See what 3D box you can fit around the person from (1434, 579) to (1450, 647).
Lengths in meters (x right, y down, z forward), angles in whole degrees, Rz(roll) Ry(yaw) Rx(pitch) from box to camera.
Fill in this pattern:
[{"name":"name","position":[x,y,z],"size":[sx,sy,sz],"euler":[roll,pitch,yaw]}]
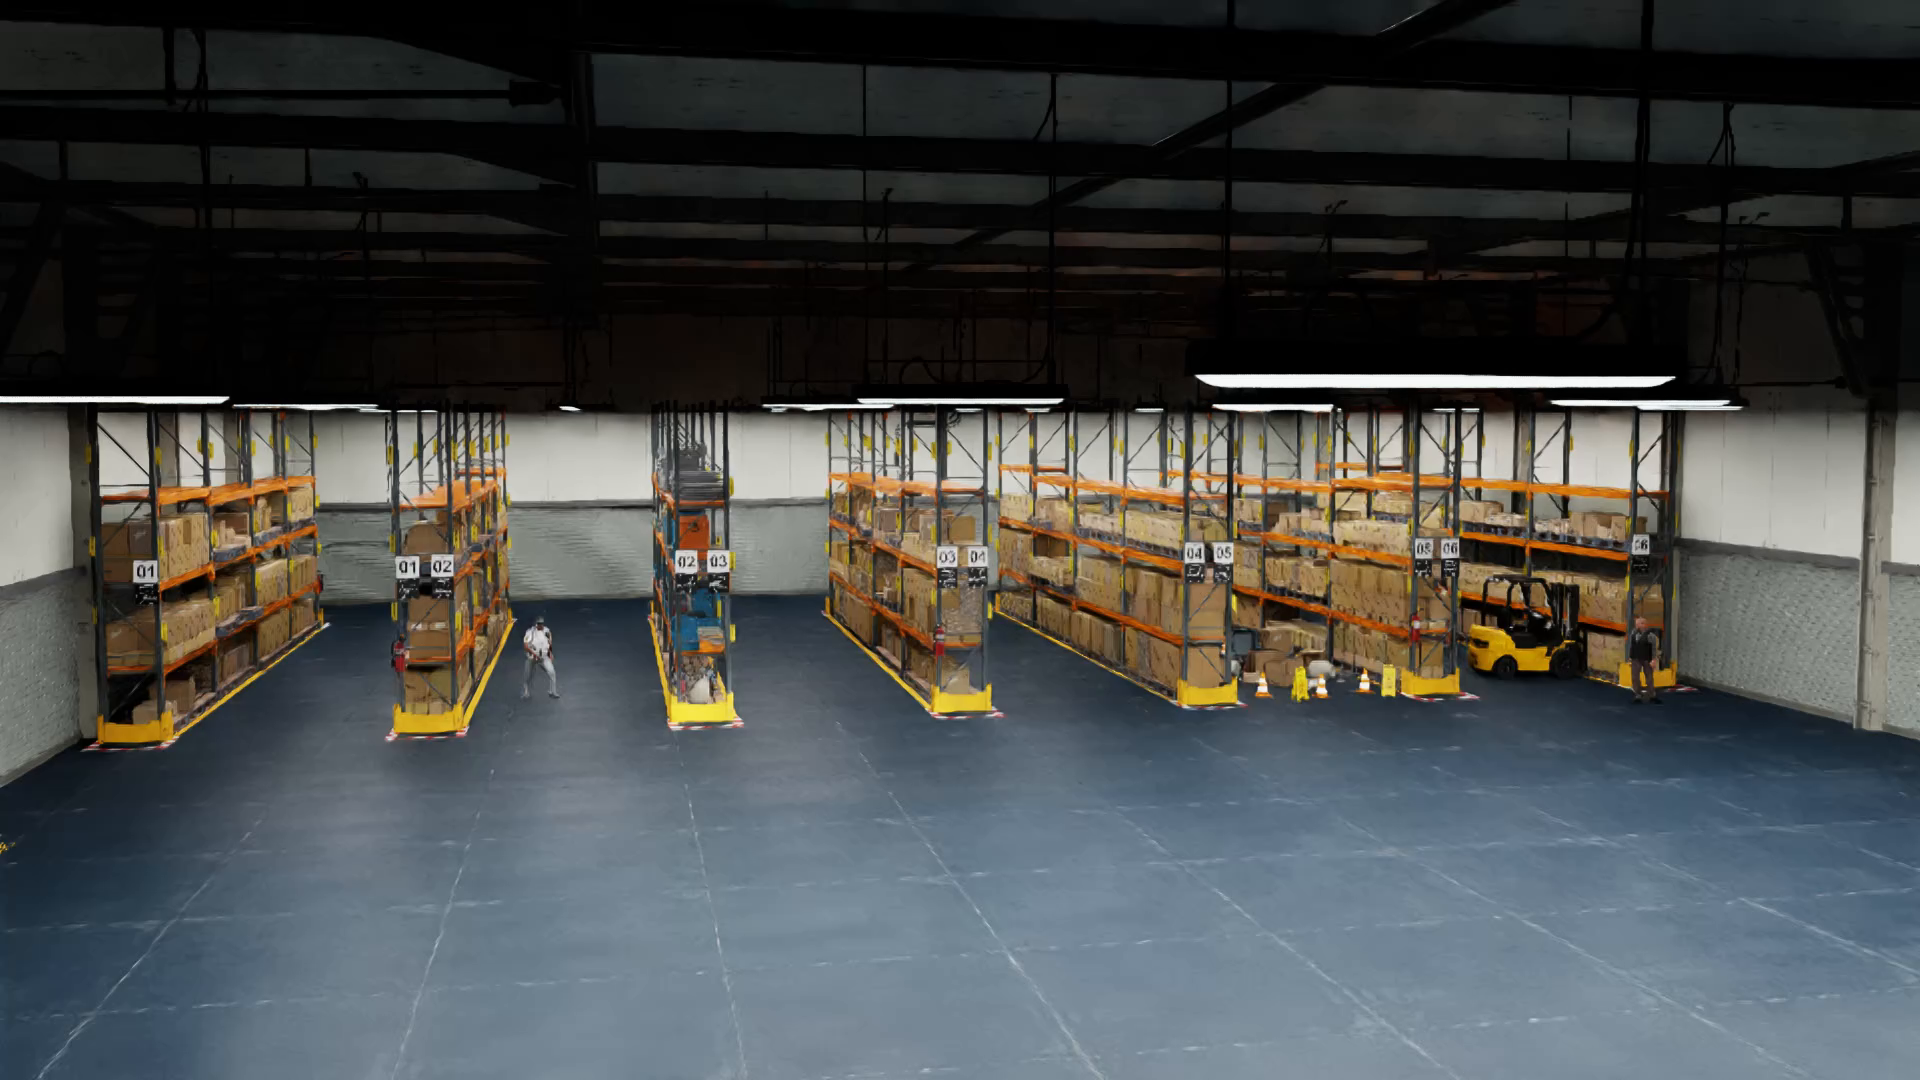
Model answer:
[{"name":"person","position":[11.845,1.789,40.942],"size":[0.575,1.665,0.573],"euler":[1,4,13]}]

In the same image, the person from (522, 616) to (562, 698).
[{"name":"person","position":[-8.485,2.341,33.558],"size":[0.706,1.695,0.843],"euler":[-2,5,-29]}]

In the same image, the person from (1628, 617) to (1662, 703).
[{"name":"person","position":[13.609,2.384,33.077],"size":[0.544,1.714,0.631],"euler":[-4,6,-40]}]

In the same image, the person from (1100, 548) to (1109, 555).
[{"name":"person","position":[4.582,1.009,52.304],"size":[0.501,1.592,0.532],"euler":[4,6,43]}]
